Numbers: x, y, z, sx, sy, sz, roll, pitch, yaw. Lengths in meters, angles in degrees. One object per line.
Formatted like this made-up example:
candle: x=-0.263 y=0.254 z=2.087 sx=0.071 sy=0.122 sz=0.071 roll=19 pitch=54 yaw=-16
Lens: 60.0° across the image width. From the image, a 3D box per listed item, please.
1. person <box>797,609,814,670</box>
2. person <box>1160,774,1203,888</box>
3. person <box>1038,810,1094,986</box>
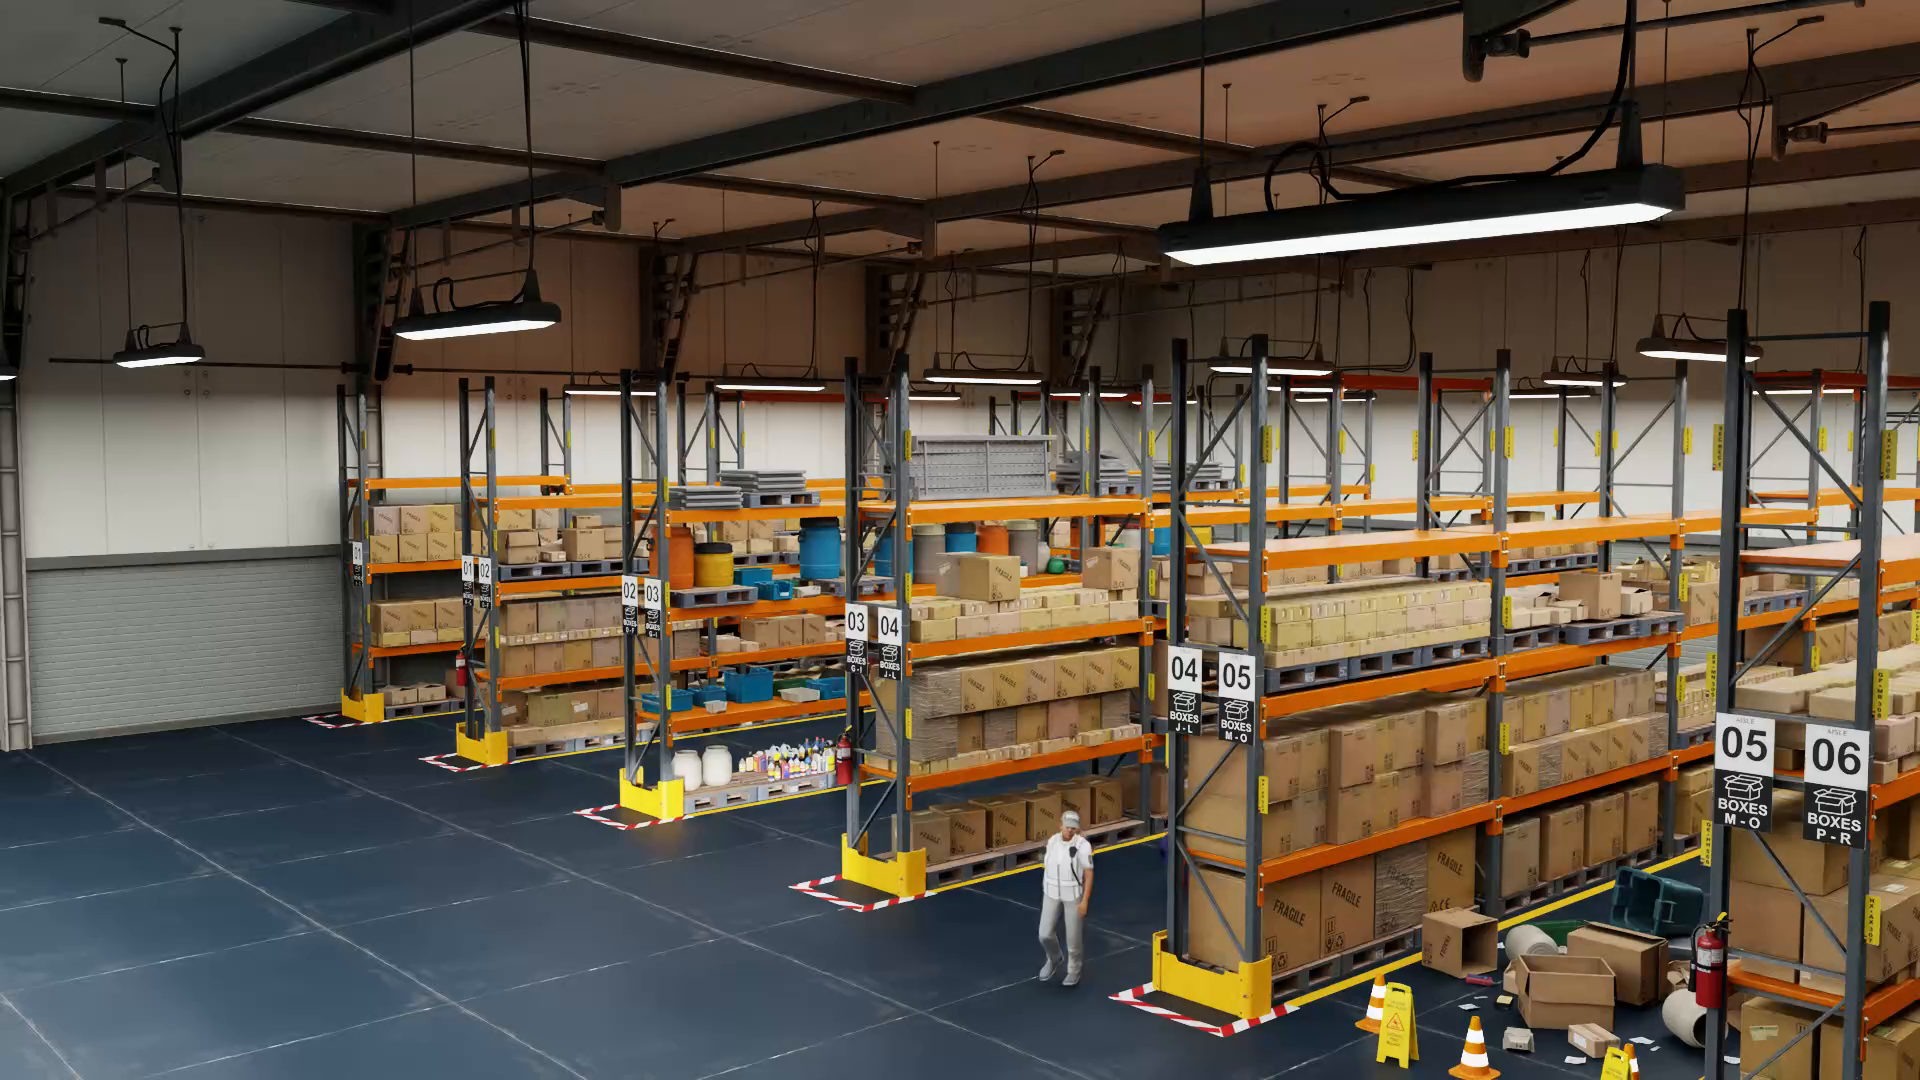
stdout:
person: x=-3.102 y=2.095 z=33.749 sx=0.695 sy=1.724 sz=0.845 roll=2 pitch=4 yaw=29
person: x=2.580 y=3.210 z=18.422 sx=1.064 sy=1.439 sz=0.570 roll=-3 pitch=5 yaw=-38
person: x=0.986 y=3.318 z=15.444 sx=0.555 sy=1.650 sz=0.476 roll=2 pitch=4 yaw=22
